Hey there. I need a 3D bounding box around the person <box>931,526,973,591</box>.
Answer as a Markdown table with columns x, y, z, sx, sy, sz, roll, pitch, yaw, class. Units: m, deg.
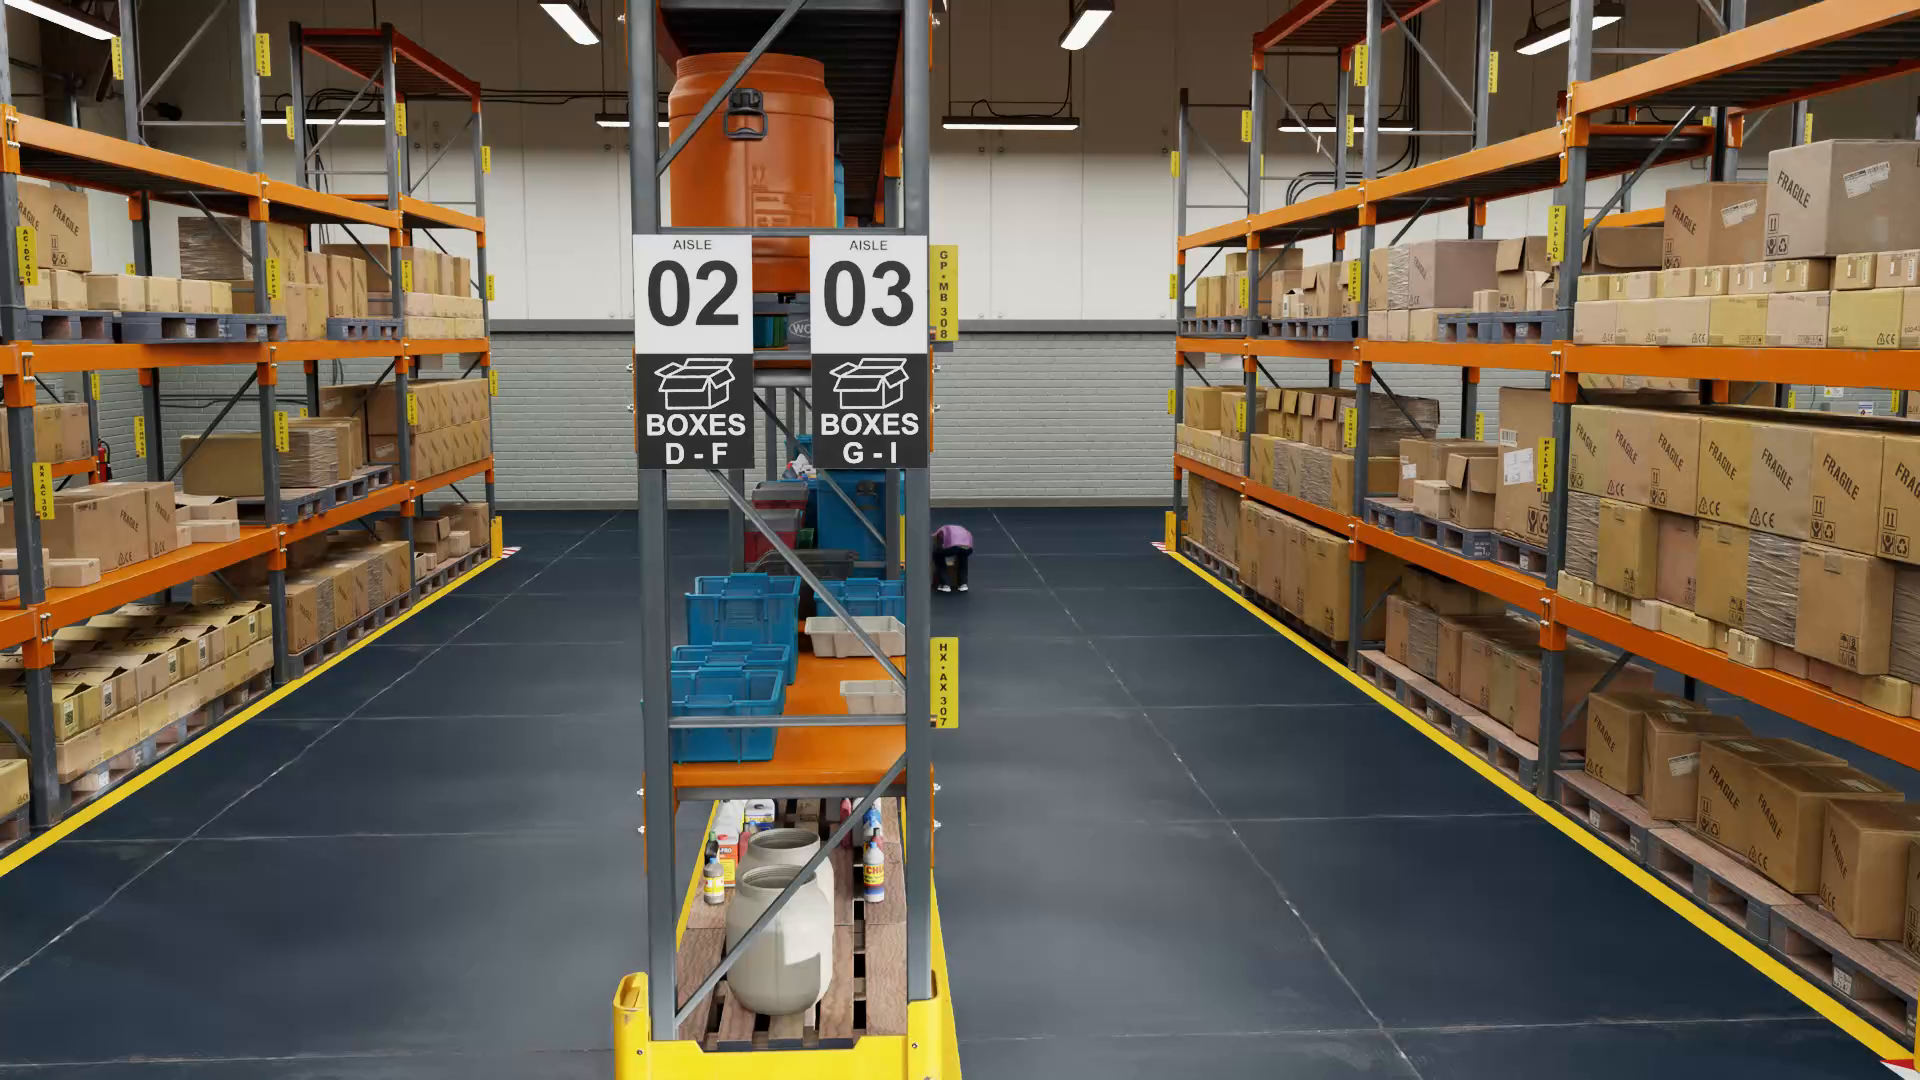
| x | y | z | sx | sy | sz | roll | pitch | yaw | class |
| --- | --- | --- | --- | --- | --- | --- | --- | --- | --- |
| -0.101 | 0.229 | 18.759 | 0.422 | 0.719 | 0.873 | -2 | 7 | -13 | person |
